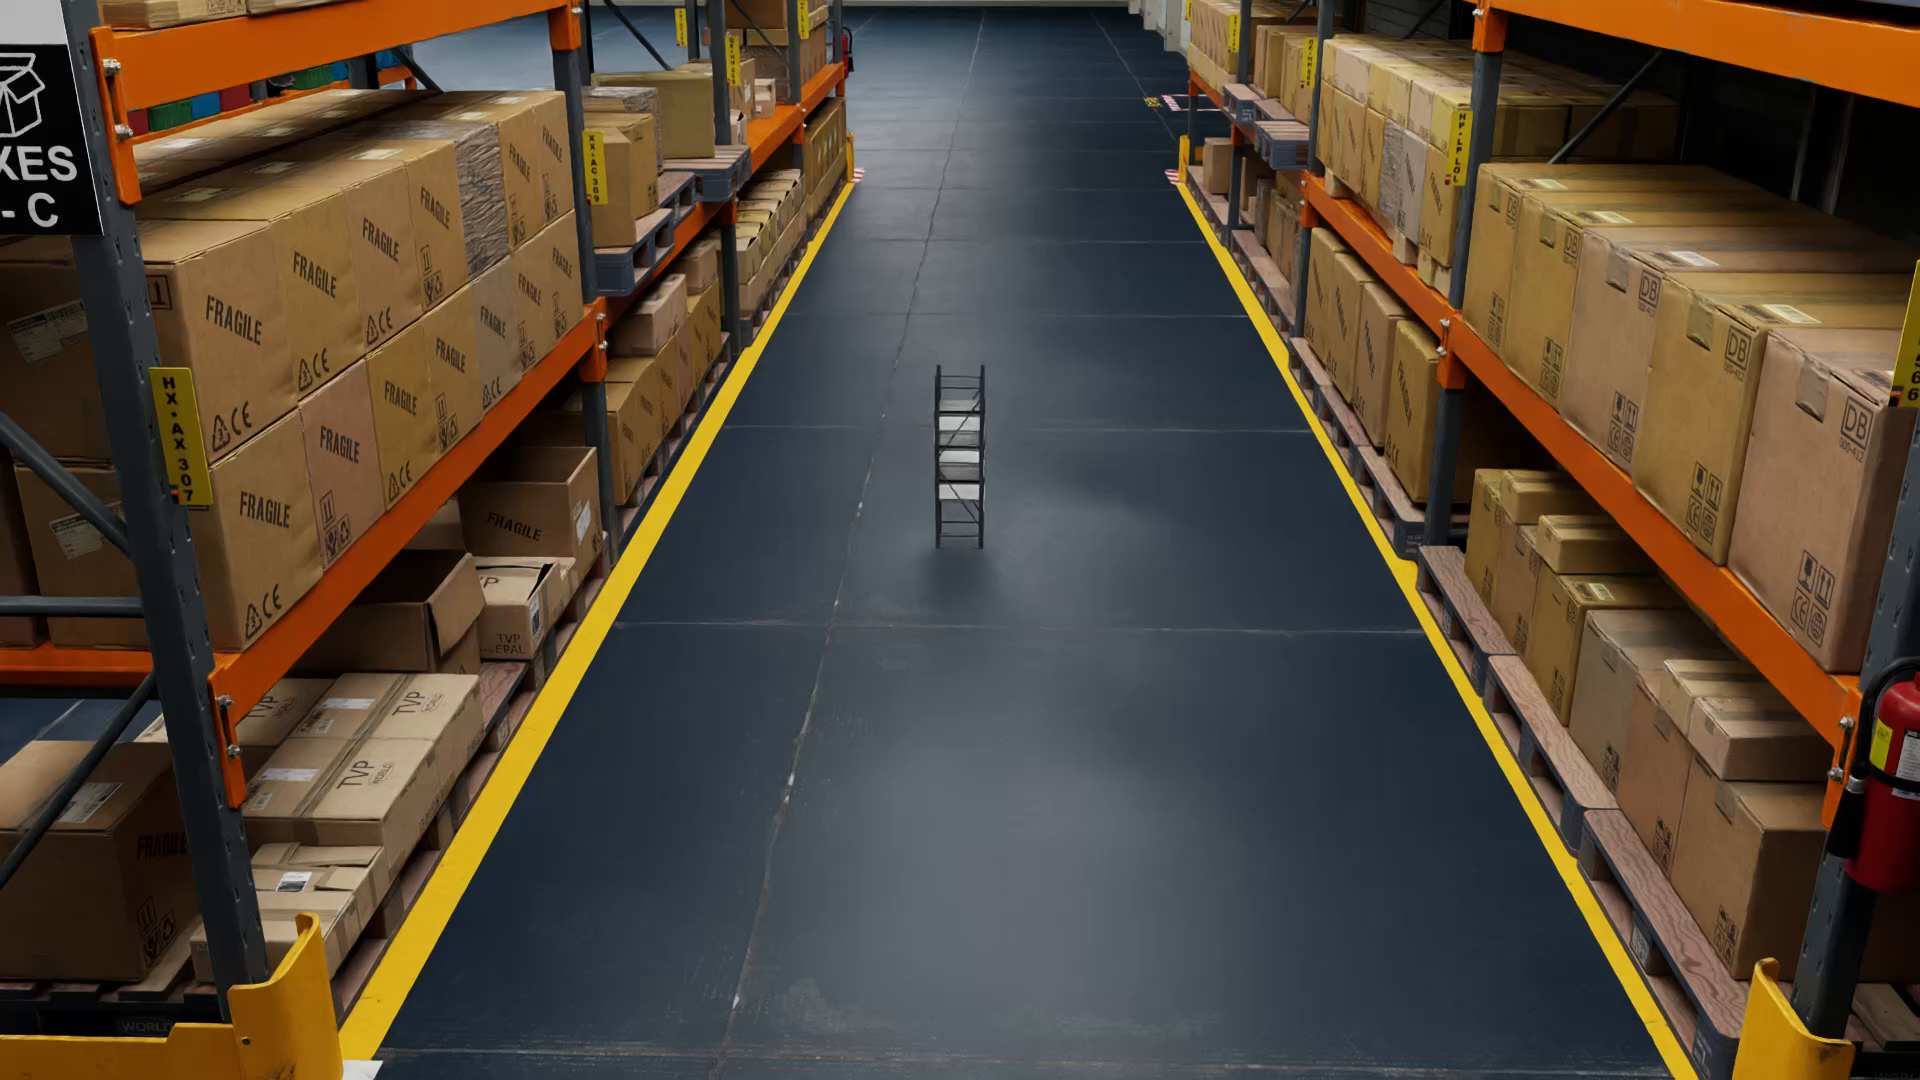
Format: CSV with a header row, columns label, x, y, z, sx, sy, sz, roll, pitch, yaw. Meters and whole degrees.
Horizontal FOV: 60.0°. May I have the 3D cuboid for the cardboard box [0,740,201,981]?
label,x,y,z,sx,sy,sz,roll,pitch,yaw
cardboard box,-2.549,0.925,4.846,0.500,0.500,0.500,1,21,2

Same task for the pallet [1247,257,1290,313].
label,x,y,z,sx,sy,sz,roll,pitch,yaw
pallet,2.941,-2.098,13.644,1.003,0.211,1.213,1,21,2

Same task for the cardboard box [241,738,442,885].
label,x,y,z,sx,sy,sz,roll,pitch,yaw
cardboard box,-2.004,0.866,5.342,0.500,0.250,0.500,1,21,2

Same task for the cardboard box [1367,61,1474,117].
label,x,y,z,sx,sy,sz,roll,pitch,yaw
cardboard box,2.568,-2.499,9.208,0.500,0.250,0.500,0,21,1

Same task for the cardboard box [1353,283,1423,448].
label,x,y,z,sx,sy,sz,roll,pitch,yaw
cardboard box,2.668,-0.981,9.301,0.750,0.750,0.750,1,21,3

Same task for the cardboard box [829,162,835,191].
label,x,y,z,sx,sy,sz,roll,pitch,yaw
cardboard box,-1.587,-3.795,17.385,0.500,0.250,0.500,1,21,2

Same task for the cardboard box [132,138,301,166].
label,x,y,z,sx,sy,sz,roll,pitch,yaw
cardboard box,-2.539,-1.069,5.616,0.500,0.500,0.500,1,21,3

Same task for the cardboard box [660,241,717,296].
label,x,y,z,sx,sy,sz,roll,pitch,yaw
cardboard box,-1.867,-1.757,10.721,0.500,0.250,0.500,1,21,4

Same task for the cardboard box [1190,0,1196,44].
label,x,y,z,sx,sy,sz,roll,pitch,yaw
cardboard box,2.804,-5.688,18.184,0.500,0.500,0.500,1,21,2

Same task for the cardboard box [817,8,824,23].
label,x,y,z,sx,sy,sz,roll,pitch,yaw
cardboard box,-1.668,-5.643,17.890,0.380,0.149,0.250,0,21,1

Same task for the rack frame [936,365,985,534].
label,x,y,z,sx,sy,sz,roll,pitch,yaw
rack frame,0.003,-0.453,8.453,0.240,0.900,0.006,1,21,2

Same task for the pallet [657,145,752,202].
label,x,y,z,sx,sy,sz,roll,pitch,yaw
pallet,-2.026,-2.393,10.816,1.213,0.211,1.003,1,21,2

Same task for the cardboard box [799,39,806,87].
label,x,y,z,sx,sy,sz,roll,pitch,yaw
cardboard box,-1.918,-4.754,16.497,0.700,0.500,0.500,1,21,2

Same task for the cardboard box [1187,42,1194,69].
label,x,y,z,sx,sy,sz,roll,pitch,yaw
cardboard box,2.787,-5.334,18.310,0.500,0.250,0.500,0,21,0

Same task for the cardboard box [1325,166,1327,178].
label,x,y,z,sx,sy,sz,roll,pitch,yaw
cardboard box,2.634,-2.451,11.019,0.380,0.149,0.250,0,21,1

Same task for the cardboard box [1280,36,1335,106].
label,x,y,z,sx,sy,sz,roll,pitch,yaw
cardboard box,2.935,-3.749,13.299,0.700,0.500,0.500,4,21,9

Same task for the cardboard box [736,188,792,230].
label,x,y,z,sx,sy,sz,roll,pitch,yaw
cardboard box,-1.707,-2.832,14.127,0.500,0.311,0.500,1,21,1

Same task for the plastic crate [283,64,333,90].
label,x,y,z,sx,sy,sz,roll,pitch,yaw
plastic crate,-6.582,-4.620,16.581,0.450,0.188,0.662,1,21,2

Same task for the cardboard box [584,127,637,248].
label,x,y,z,sx,sy,sz,roll,pitch,yaw
cardboard box,-1.960,-1.694,8.028,0.700,0.500,0.500,-7,22,-17

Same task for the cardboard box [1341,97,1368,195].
label,x,y,z,sx,sy,sz,roll,pitch,yaw
cardboard box,2.564,-2.329,9.807,0.500,0.500,0.500,1,21,1

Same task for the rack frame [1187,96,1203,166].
label,x,y,z,sx,sy,sz,roll,pitch,yaw
rack frame,3.119,-5.568,18.732,1.000,3.000,0.127,1,21,2

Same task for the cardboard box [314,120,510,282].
label,x,y,z,sx,sy,sz,roll,pitch,yaw
cardboard box,-1.983,-1.242,6.063,0.500,0.500,0.500,1,21,2

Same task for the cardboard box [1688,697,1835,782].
label,x,y,z,sx,sy,sz,roll,pitch,yaw
cardboard box,2.375,0.582,4.862,0.380,0.149,0.250,0,21,1

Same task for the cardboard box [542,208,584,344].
label,x,y,z,sx,sy,sz,roll,pitch,yaw
cardboard box,-1.956,-1.145,7.196,0.500,0.500,0.500,1,21,3

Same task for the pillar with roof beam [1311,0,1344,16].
label,x,y,z,sx,sy,sz,roll,pitch,yaw
pillar with roof beam,-0.341,-8.150,17.093,9.100,9.000,0.400,1,21,2

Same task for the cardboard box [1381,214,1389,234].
label,x,y,z,sx,sy,sz,roll,pitch,yaw
cardboard box,2.583,-1.802,9.345,0.380,0.149,0.250,1,21,3

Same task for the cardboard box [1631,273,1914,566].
label,x,y,z,sx,sy,sz,roll,pitch,yaw
cardboard box,2.649,-0.370,4.922,0.980,0.700,0.700,0,21,1

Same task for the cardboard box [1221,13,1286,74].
label,x,y,z,sx,sy,sz,roll,pitch,yaw
cardboard box,2.703,-4.585,15.342,0.500,0.500,0.500,1,21,1

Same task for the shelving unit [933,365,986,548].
label,x,y,z,sx,sy,sz,roll,pitch,yaw
shelving unit,0.000,-0.417,8.359,0.258,0.900,0.210,1,21,2

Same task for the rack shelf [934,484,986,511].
label,x,y,z,sx,sy,sz,roll,pitch,yaw
rack shelf,0.000,-0.218,8.436,0.258,0.077,0.200,1,21,2

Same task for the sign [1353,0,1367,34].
label,x,y,z,sx,sy,sz,roll,pitch,yaw
sign,3.552,-4.657,14.783,0.100,0.325,0.005,1,21,2

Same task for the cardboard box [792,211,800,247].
label,x,y,z,sx,sy,sz,roll,pitch,yaw
cardboard box,-1.694,-2.753,14.698,0.500,0.250,0.500,0,21,1

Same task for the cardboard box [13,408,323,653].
label,x,y,z,sx,sy,sz,roll,pitch,yaw
cardboard box,-2.042,-0.040,4.348,0.500,0.500,0.500,1,21,3

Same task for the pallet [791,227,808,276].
label,x,y,z,sx,sy,sz,roll,pitch,yaw
pallet,-1.938,-2.608,14.959,1.003,0.211,1.213,1,21,2

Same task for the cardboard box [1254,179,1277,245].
label,x,y,z,sx,sy,sz,roll,pitch,yaw
cardboard box,2.991,-2.895,14.691,0.700,0.500,0.500,1,21,3

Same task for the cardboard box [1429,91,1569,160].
label,x,y,z,sx,sy,sz,roll,pitch,yaw
cardboard box,2.512,-1.945,7.782,0.500,0.250,0.500,1,21,3

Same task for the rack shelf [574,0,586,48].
label,x,y,z,sx,sy,sz,roll,pitch,yaw
rack shelf,-2.137,-3.069,9.138,1.077,0.370,4.000,1,21,2

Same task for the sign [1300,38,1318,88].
label,x,y,z,sx,sy,sz,roll,pitch,yaw
sign,2.333,-3.181,11.089,0.100,0.325,0.005,1,21,2

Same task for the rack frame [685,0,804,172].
label,x,y,z,sx,sy,sz,roll,pitch,yaw
rack frame,-1.954,-4.175,15.142,1.000,3.000,0.127,1,21,2

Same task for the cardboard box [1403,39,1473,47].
label,x,y,z,sx,sy,sz,roll,pitch,yaw
cardboard box,3.121,-3.053,10.637,0.500,0.250,0.500,1,21,3

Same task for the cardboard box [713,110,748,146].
label,x,y,z,sx,sy,sz,roll,pitch,yaw
cardboard box,-1.855,-3.008,12.259,0.500,0.311,0.500,0,21,1

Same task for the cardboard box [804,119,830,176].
label,x,y,z,sx,sy,sz,roll,pitch,yaw
cardboard box,-1.597,-3.964,16.783,0.500,0.500,0.500,1,21,2

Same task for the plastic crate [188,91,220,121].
label,x,y,z,sx,sy,sz,roll,pitch,yaw
plastic crate,-6.628,-3.821,14.252,0.392,0.384,0.575,1,21,2

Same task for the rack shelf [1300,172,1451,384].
label,x,y,z,sx,sy,sz,roll,pitch,yaw
rack shelf,2.815,-1.617,9.544,1.077,0.370,4.000,1,21,2

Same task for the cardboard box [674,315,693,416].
label,x,y,z,sx,sy,sz,roll,pitch,yaw
cardboard box,-1.896,-1.051,9.938,0.500,0.500,0.500,0,21,0

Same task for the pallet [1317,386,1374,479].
label,x,y,z,sx,sy,sz,roll,pitch,yaw
pallet,2.736,-0.651,9.916,1.003,0.211,1.213,1,21,2

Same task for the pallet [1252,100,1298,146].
label,x,y,z,sx,sy,sz,roll,pitch,yaw
pallet,2.895,-3.302,13.158,1.003,0.211,1.213,1,21,2

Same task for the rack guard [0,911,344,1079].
label,x,y,z,sx,sy,sz,roll,pitch,yaw
rack guard,-2.317,1.302,4.483,1.175,0.500,0.348,1,21,2

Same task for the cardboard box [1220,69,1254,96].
label,x,y,z,sx,sy,sz,roll,pitch,yaw
cardboard box,2.709,-4.236,15.479,0.500,0.250,0.500,1,21,2

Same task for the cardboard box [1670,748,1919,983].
label,x,y,z,sx,sy,sz,roll,pitch,yaw
cardboard box,2.554,0.932,4.854,0.700,0.500,0.500,1,21,2
